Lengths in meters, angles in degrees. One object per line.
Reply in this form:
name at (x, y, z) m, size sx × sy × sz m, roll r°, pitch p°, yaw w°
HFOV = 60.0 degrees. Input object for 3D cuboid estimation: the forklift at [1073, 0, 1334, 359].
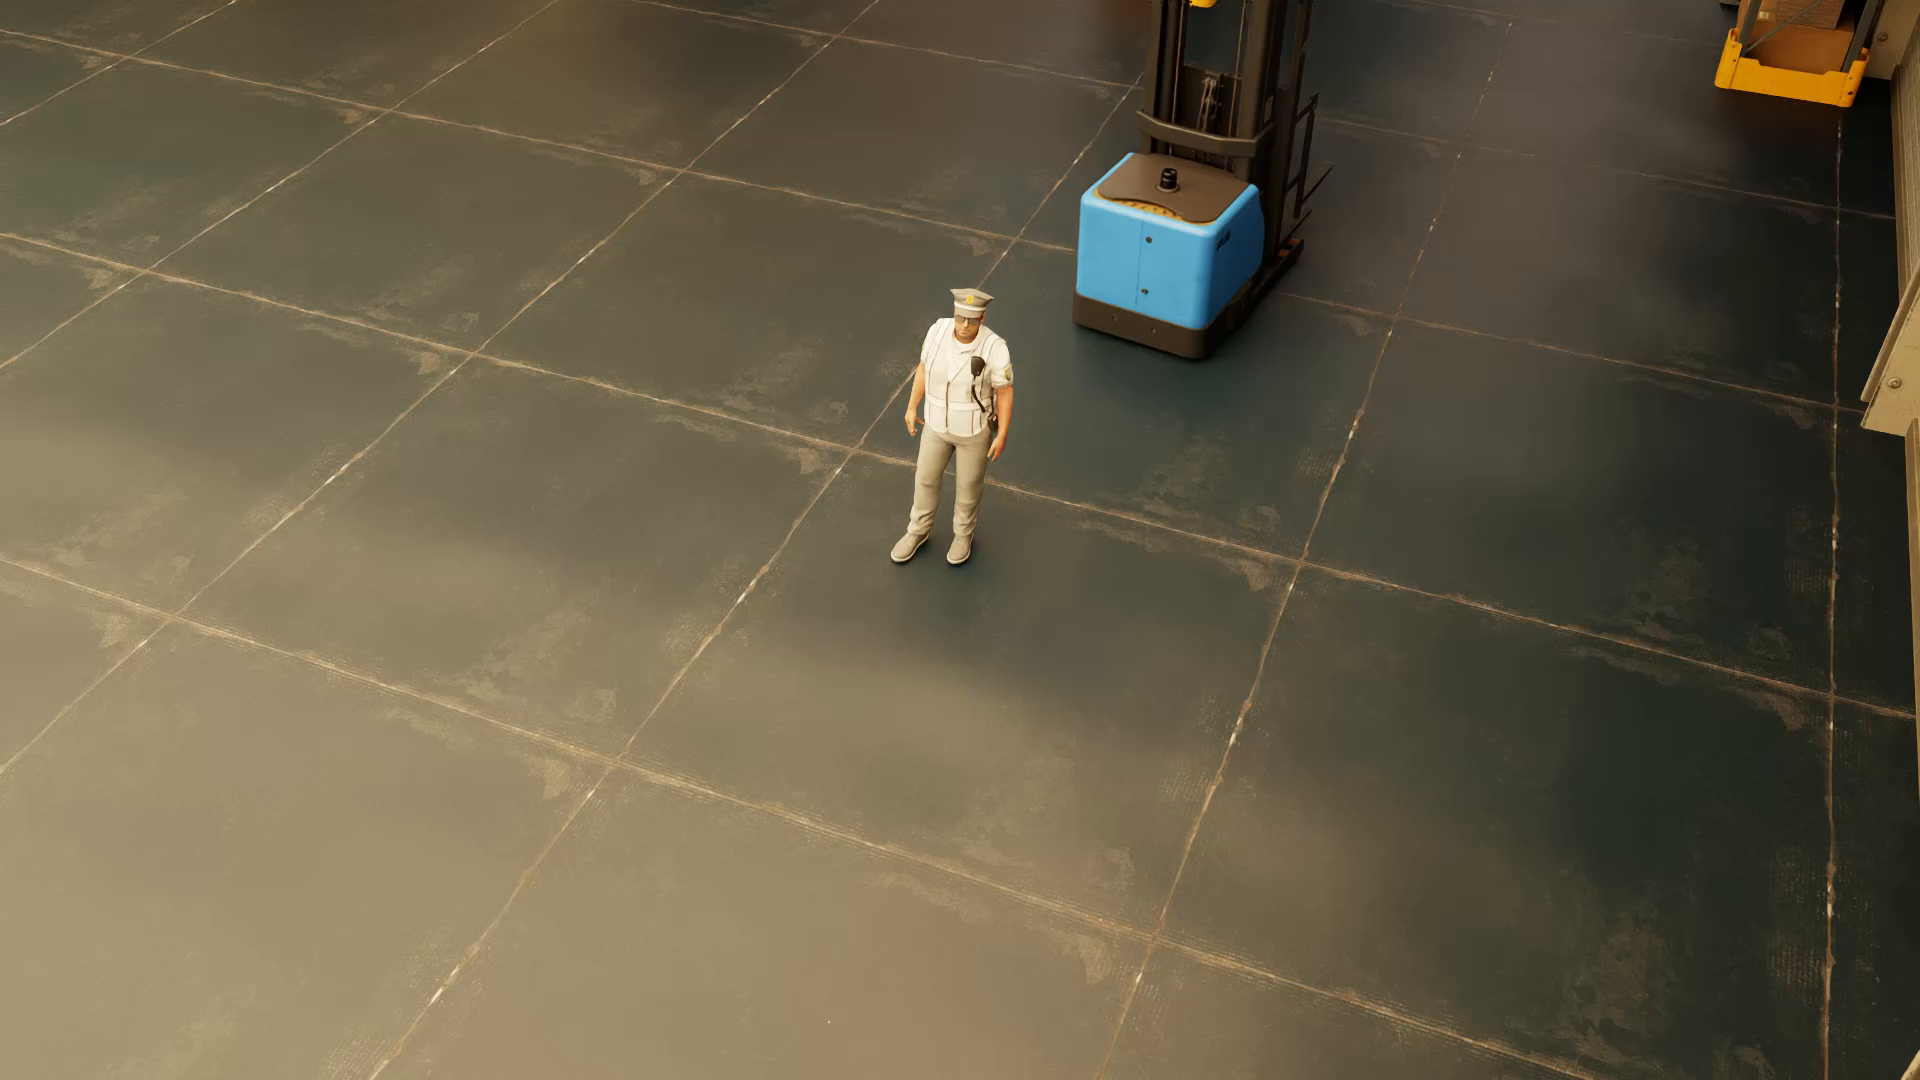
forklift at (2.005, -3.326, 11.980) m, size 1.130 × 2.935 × 3.031 m, roll 21°, pitch 44°, yaw 23°

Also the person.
person at (-0.040, -0.646, 9.661) m, size 0.641 × 1.780 × 0.574 m, roll 15°, pitch 42°, yaw 17°
